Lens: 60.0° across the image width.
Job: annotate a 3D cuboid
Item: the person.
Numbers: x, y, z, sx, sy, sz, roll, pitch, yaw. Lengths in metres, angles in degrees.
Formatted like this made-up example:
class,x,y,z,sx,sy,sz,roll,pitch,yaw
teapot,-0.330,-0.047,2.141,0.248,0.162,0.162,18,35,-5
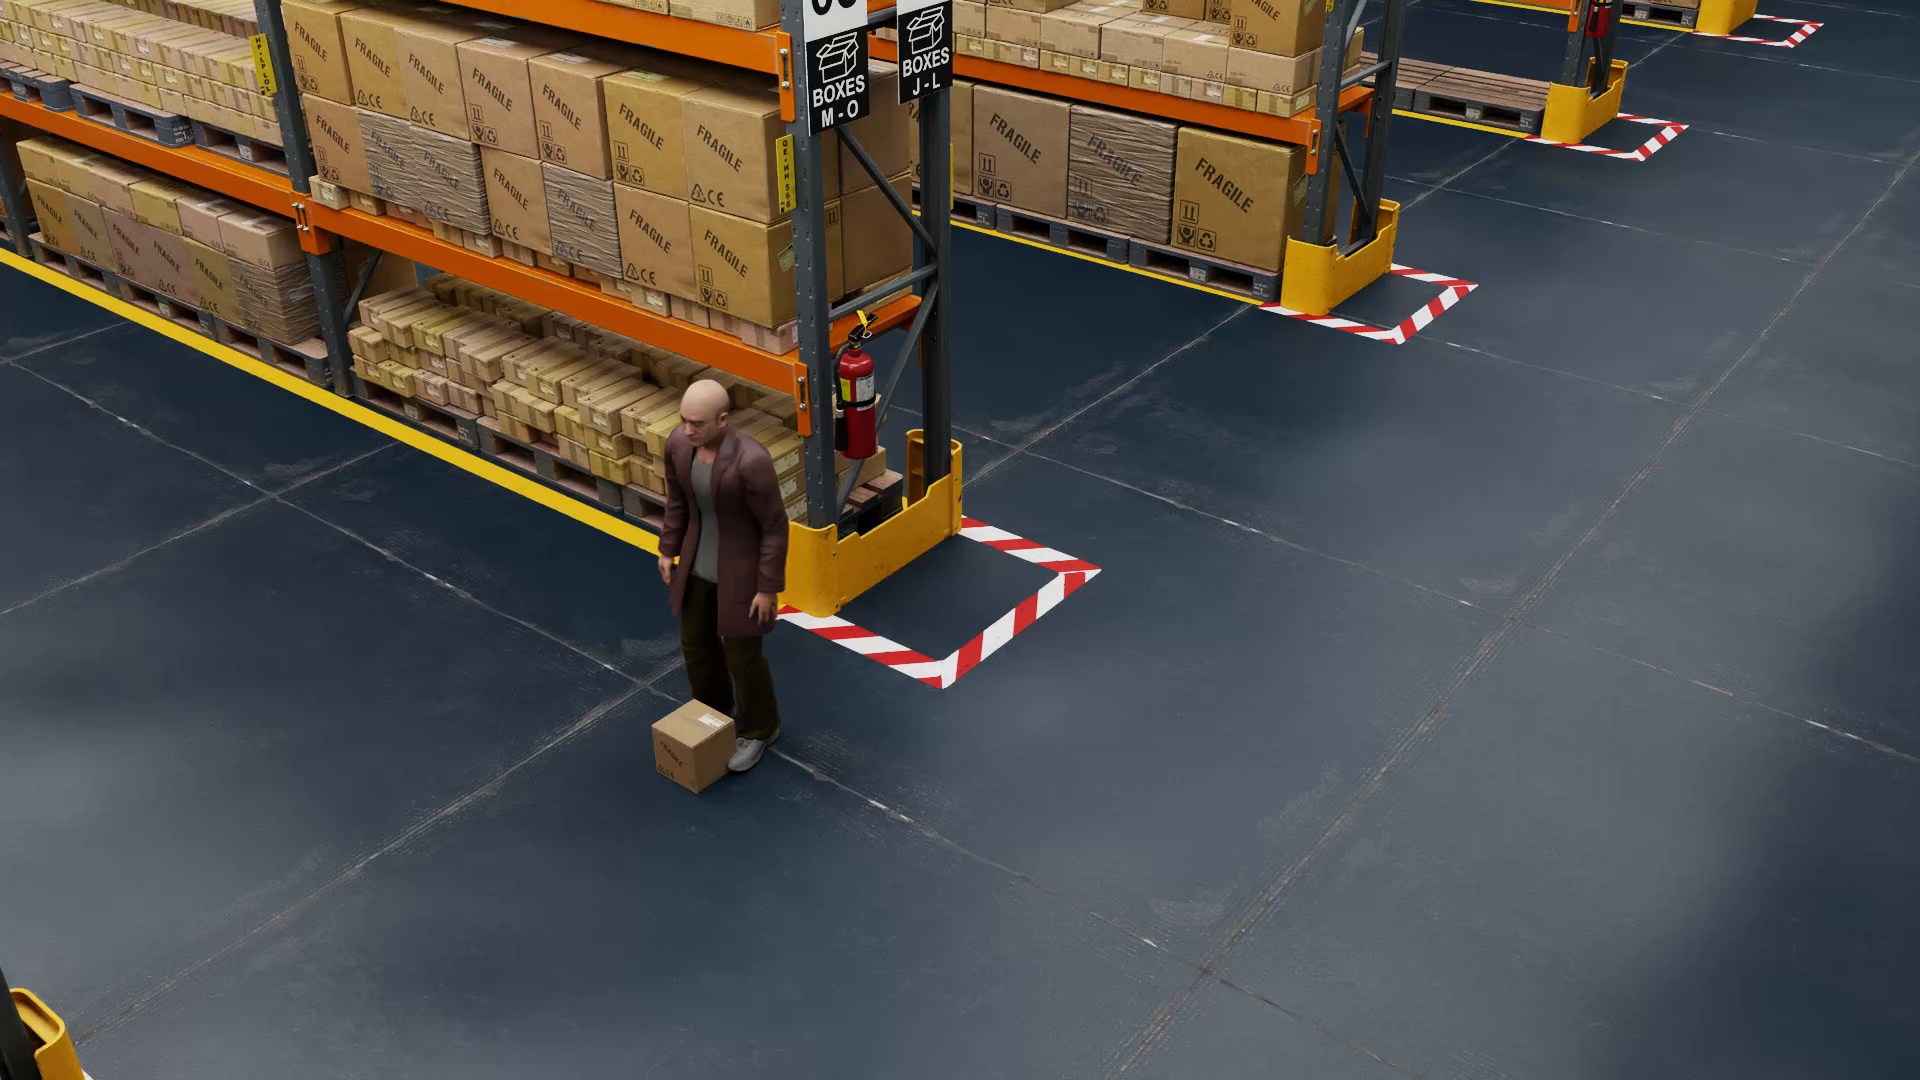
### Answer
class,x,y,z,sx,sy,sz,roll,pitch,yaw
person,-0.994,0.125,6.933,0.645,1.774,0.419,21,36,31
